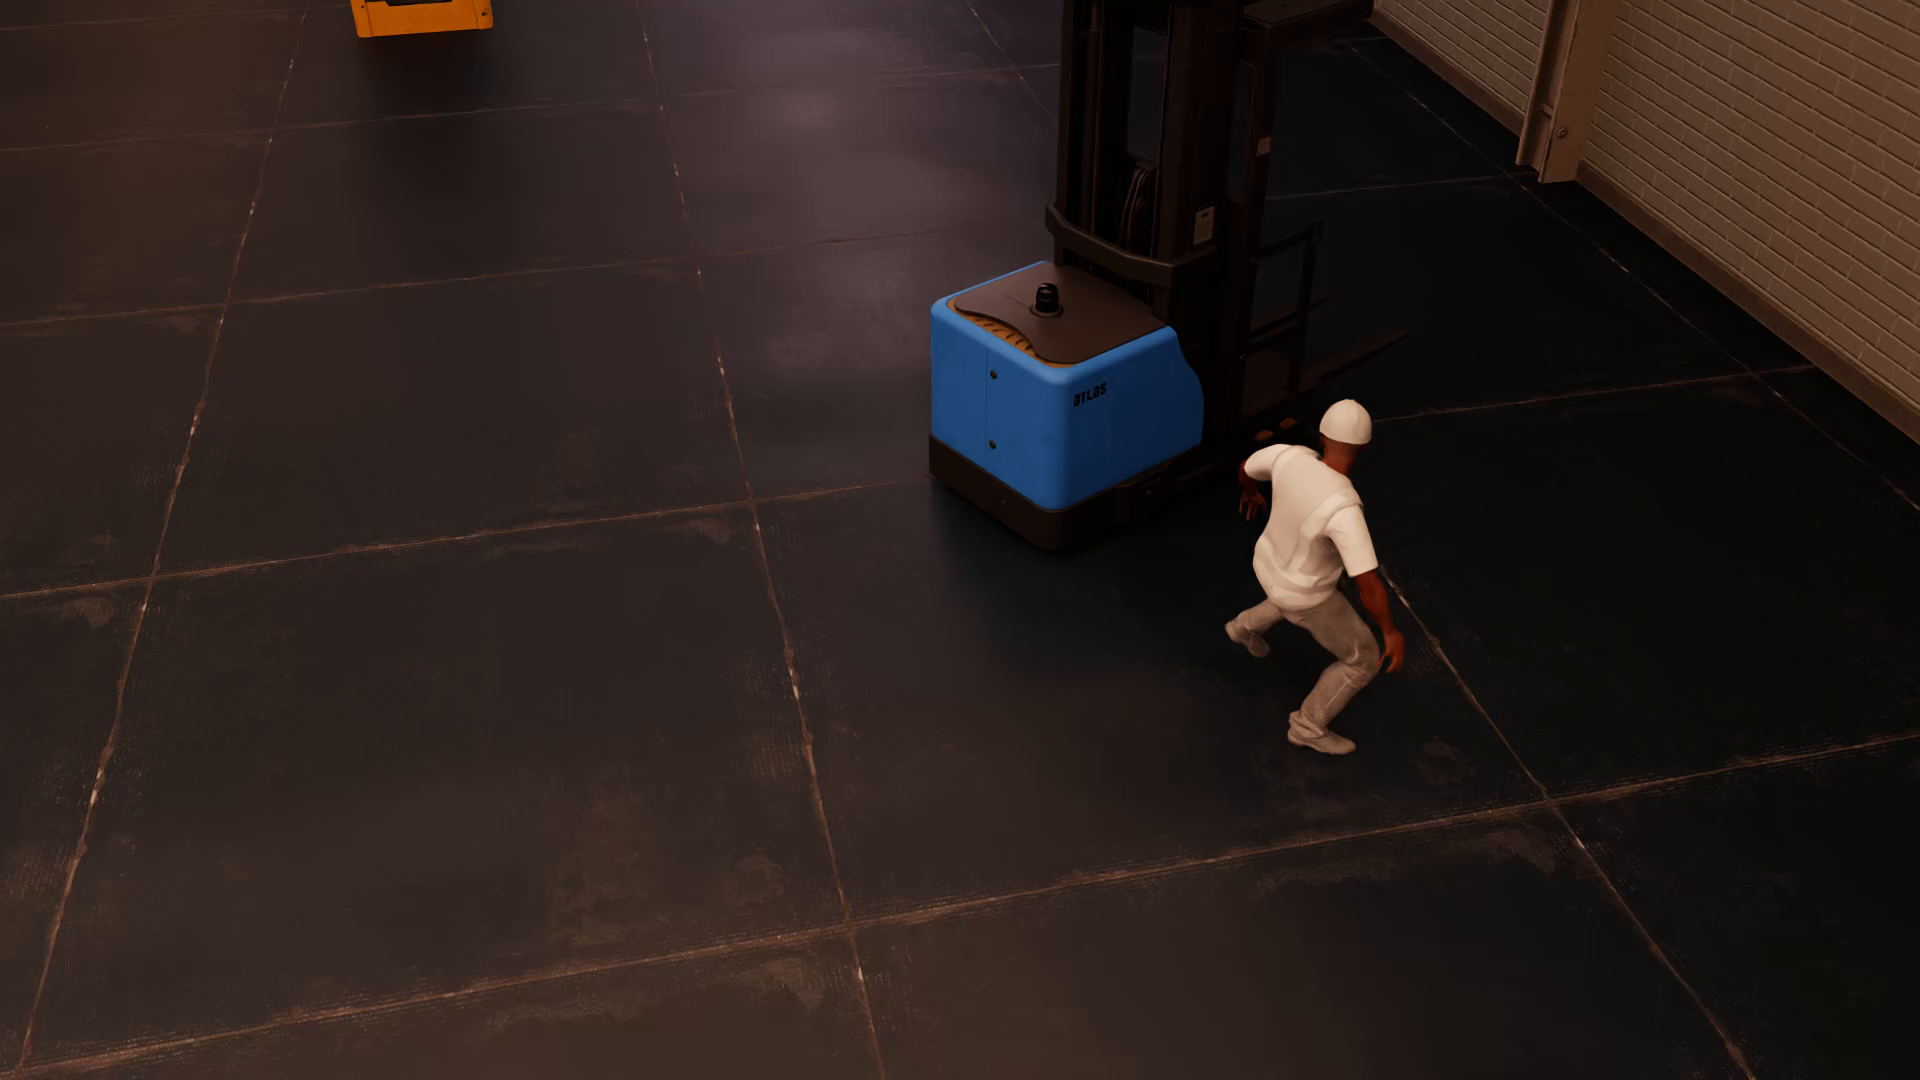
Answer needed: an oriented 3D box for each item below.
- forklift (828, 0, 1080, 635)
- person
[{"bbox_3d":[0.007,-1.583,8.249,1.130,2.935,3.031,2,36,3],"label":"forklift"},{"bbox_3d":[2.559,0.530,6.320,0.451,1.759,0.630,26,43,32],"label":"person"}]
